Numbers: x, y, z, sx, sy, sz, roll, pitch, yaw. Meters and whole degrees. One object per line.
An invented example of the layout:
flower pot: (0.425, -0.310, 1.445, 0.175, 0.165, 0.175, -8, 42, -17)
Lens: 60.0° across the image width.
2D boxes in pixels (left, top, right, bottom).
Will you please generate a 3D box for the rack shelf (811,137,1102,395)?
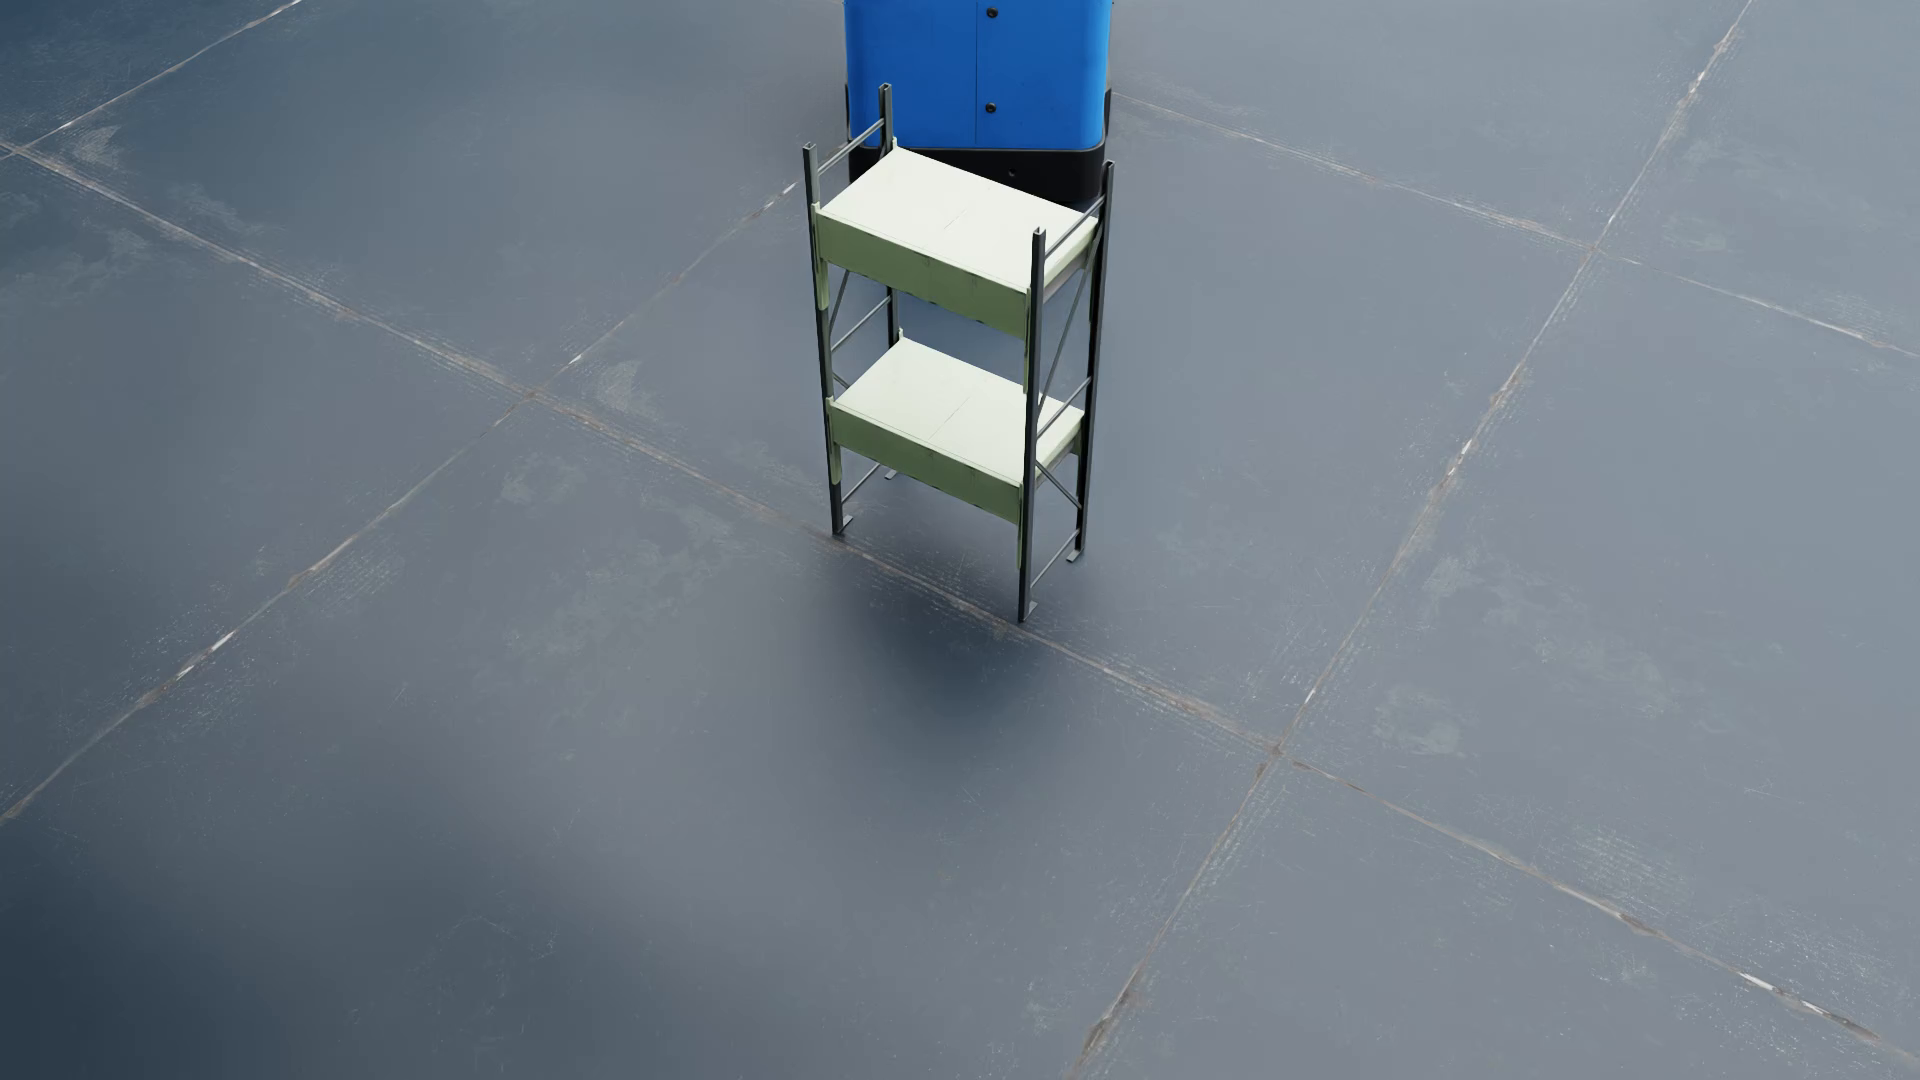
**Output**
rack shelf: (-0.006, -0.797, 4.778, 0.720, 0.370, 0.431, 25, 51, 22)

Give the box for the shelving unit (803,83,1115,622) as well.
shelving unit: (-0.006, -0.525, 5.058, 0.755, 1.500, 0.431, 25, 51, 22)

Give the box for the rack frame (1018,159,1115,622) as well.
rack frame: (0.302, -0.384, 4.920, 0.023, 1.500, 0.400, 25, 51, 22)

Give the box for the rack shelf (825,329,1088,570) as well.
rack shelf: (-0.006, -0.298, 5.292, 0.720, 0.370, 0.431, 25, 51, 22)

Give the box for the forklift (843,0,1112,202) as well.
forklift: (0.101, -3.457, 6.909, 1.130, 2.935, 3.031, 1, 46, 1)

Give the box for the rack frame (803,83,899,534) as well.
rack frame: (-0.314, -0.667, 5.196, 0.023, 1.500, 0.400, 25, 51, 22)
